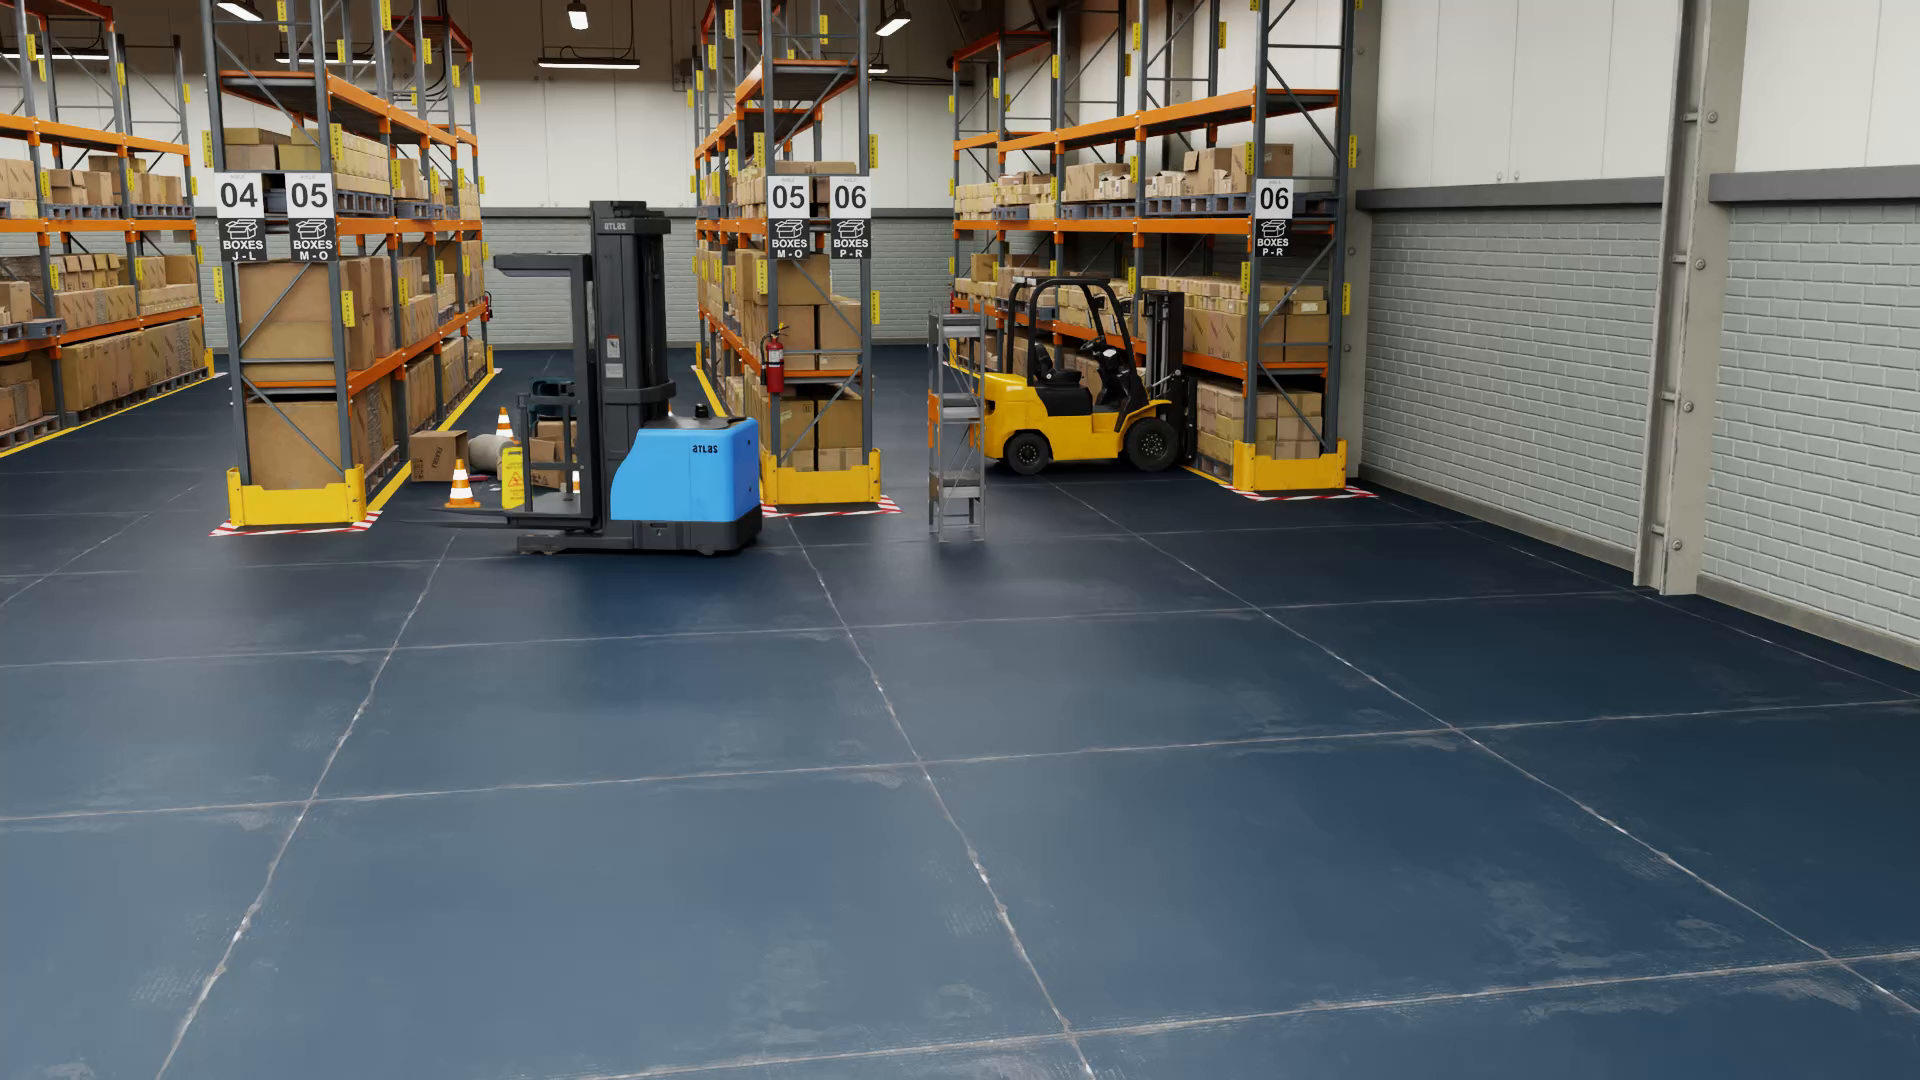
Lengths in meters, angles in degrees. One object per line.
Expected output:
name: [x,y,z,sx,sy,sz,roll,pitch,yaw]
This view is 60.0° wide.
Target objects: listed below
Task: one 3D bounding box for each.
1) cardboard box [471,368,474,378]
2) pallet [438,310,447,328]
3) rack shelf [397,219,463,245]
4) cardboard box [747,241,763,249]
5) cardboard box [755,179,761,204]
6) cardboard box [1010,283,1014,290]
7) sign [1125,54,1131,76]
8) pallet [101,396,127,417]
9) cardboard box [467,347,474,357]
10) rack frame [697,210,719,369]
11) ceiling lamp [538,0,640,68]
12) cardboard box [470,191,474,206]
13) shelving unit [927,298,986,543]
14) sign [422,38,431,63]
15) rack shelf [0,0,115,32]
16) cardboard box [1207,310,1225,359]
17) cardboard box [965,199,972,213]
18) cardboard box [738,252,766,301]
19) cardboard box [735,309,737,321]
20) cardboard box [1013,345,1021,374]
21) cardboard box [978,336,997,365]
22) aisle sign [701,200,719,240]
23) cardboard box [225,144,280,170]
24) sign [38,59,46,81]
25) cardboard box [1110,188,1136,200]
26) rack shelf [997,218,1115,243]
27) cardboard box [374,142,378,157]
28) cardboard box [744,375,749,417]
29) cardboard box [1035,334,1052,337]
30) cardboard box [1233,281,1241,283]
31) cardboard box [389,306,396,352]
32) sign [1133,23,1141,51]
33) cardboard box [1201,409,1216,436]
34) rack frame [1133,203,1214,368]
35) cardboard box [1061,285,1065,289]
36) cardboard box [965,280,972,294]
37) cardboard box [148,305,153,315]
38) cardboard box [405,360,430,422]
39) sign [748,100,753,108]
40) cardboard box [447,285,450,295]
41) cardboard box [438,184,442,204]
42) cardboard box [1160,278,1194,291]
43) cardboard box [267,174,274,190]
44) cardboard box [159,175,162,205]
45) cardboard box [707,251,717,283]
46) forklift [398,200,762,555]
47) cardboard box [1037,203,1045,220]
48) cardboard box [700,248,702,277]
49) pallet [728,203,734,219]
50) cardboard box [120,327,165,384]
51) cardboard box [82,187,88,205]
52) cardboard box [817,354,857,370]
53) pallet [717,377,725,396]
cardboard box: [-8.358,-2.793,27.852,0.380,0.149,0.250,-2,11,-9]
pallet: [-8.015,-3.159,23.786,1.213,0.211,1.003,-2,11,-11]
rack shelf: [-8.161,-4.614,24.816,1.077,0.370,4.000,-2,11,-11]
cardboard box: [-3.521,-4.985,28.190,0.380,0.149,0.250,-2,11,-12]
cardboard box: [-1.828,-3.581,17.071,0.500,0.250,0.500,-2,11,-12]
cardboard box: [1.048,-4.112,27.513,0.396,0.266,0.258,-2,11,-8]
sign: [2.475,-7.011,24.544,0.100,0.325,0.005,-2,11,-11]
pallet: [-12.971,-1.966,24.460,1.003,0.211,1.213,-2,11,-11]
cardboard box: [-8.550,-3.223,28.518,0.380,0.149,0.250,-2,11,-10]
rack frame: [-4.492,-4.793,31.854,1.000,3.000,0.127,-2,11,-11]
ceiling lamp: [-7.393,-11.011,32.870,2.000,3.185,0.800,-2,11,-11]
cardboard box: [-8.791,-5.976,29.116,0.500,0.250,0.500,-2,11,-10]
shelving unit: [-0.032,-1.062,14.660,0.431,2.100,0.503,-2,11,-11]
sign: [-7.229,-6.631,22.548,0.100,0.325,0.005,-2,11,-11]
rack shelf: [-13.046,-7.558,23.374,1.077,0.370,4.000,-2,11,-11]
cardboard box: [3.043,-2.265,18.305,0.500,0.500,0.500,-2,11,-9]
cardboard box: [0.400,-6.242,31.051,0.500,0.250,0.500,-2,11,-13]
cardboard box: [-1.985,-2.813,17.717,0.700,0.500,0.500,-2,11,-12]
cardboard box: [-2.702,-2.900,21.462,0.380,0.149,0.250,-2,11,-11]
cardboard box: [1.140,-3.024,28.126,0.500,0.500,0.500,-2,11,-12]
cardboard box: [0.732,-3.488,30.561,0.700,0.500,0.500,-3,11,-13]
aisle sign: [-4.791,-6.072,31.625,0.394,0.787,0.004,-2,11,-11]
cardboard box: [-6.586,-3.541,15.468,0.500,0.250,0.500,-2,11,-10]
sign: [-13.984,-7.167,25.361,0.100,0.325,0.005,-2,11,-11]
cardboard box: [2.198,-4.569,21.939,0.380,0.149,0.250,-2,11,-11]
rack shelf: [1.543,-4.993,26.811,1.077,0.370,4.000,-2,11,-11]
cardboard box: [-6.465,-4.197,17.849,0.380,0.149,0.250,-2,11,-10]
cardboard box: [-2.309,-1.698,19.818,0.500,0.500,0.500,-2,11,-8]
cardboard box: [1.508,-3.480,28.786,0.380,0.149,0.250,-3,11,-13]
cardboard box: [3.359,-2.907,19.151,0.380,0.149,0.250,-2,11,-11]
cardboard box: [-6.911,-2.400,18.880,0.875,0.550,0.550,-2,11,-11]
sign: [2.180,-6.196,20.472,0.100,0.325,0.005,-2,11,-11]
cardboard box: [2.999,-1.311,18.454,0.500,0.250,0.500,-2,11,-12]
rack frame: [2.710,-2.773,21.243,1.000,3.000,0.127,-2,11,-11]
cardboard box: [1.705,-3.805,24.664,0.380,0.149,0.250,-2,11,-9]
cardboard box: [0.400,-4.768,31.330,0.500,0.250,0.500,-2,11,-12]
cardboard box: [-13.218,-3.690,26.731,0.380,0.149,0.250,-2,11,-13]
cardboard box: [-7.569,-1.953,21.827,1.050,0.750,0.750,-2,11,-10]
sign: [-3.957,-8.255,31.288,0.100,0.325,0.005,-2,11,-11]
cardboard box: [-8.124,-3.880,25.811,0.380,0.149,0.250,-2,11,-13]
cardboard box: [-7.727,-4.855,23.894,0.500,0.500,0.500,-2,11,-11]
cardboard box: [2.628,-3.075,20.034,0.380,0.149,0.250,-2,11,-10]
cardboard box: [-6.662,-3.360,15.586,0.380,0.149,0.250,-2,11,-11]
cardboard box: [-13.920,-5.916,28.077,0.700,0.500,0.500,-3,11,-15]
cardboard box: [-3.911,-4.508,27.418,0.500,0.500,0.500,-2,11,-10]
forklift: [-3.314,-1.411,14.271,3.031,2.935,1.130,1,11,7]
cardboard box: [1.495,-5.084,25.763,0.500,0.250,0.500,-2,11,-11]
cardboard box: [-4.463,-5.046,30.243,0.500,0.500,0.500,-2,11,-11]
pallet: [-2.379,-4.280,21.642,1.213,0.211,1.003,-2,11,-11]
cardboard box: [-13.485,-2.985,26.917,0.875,0.875,0.875,-2,11,-11]
cardboard box: [-13.310,-5.130,24.720,0.500,0.311,0.500,-3,11,-13]
cardboard box: [-1.244,-1.804,16.827,0.380,0.149,0.250,-2,11,-11]
pallet: [-3.490,-2.550,27.531,1.003,0.211,1.213,-2,11,-11]
